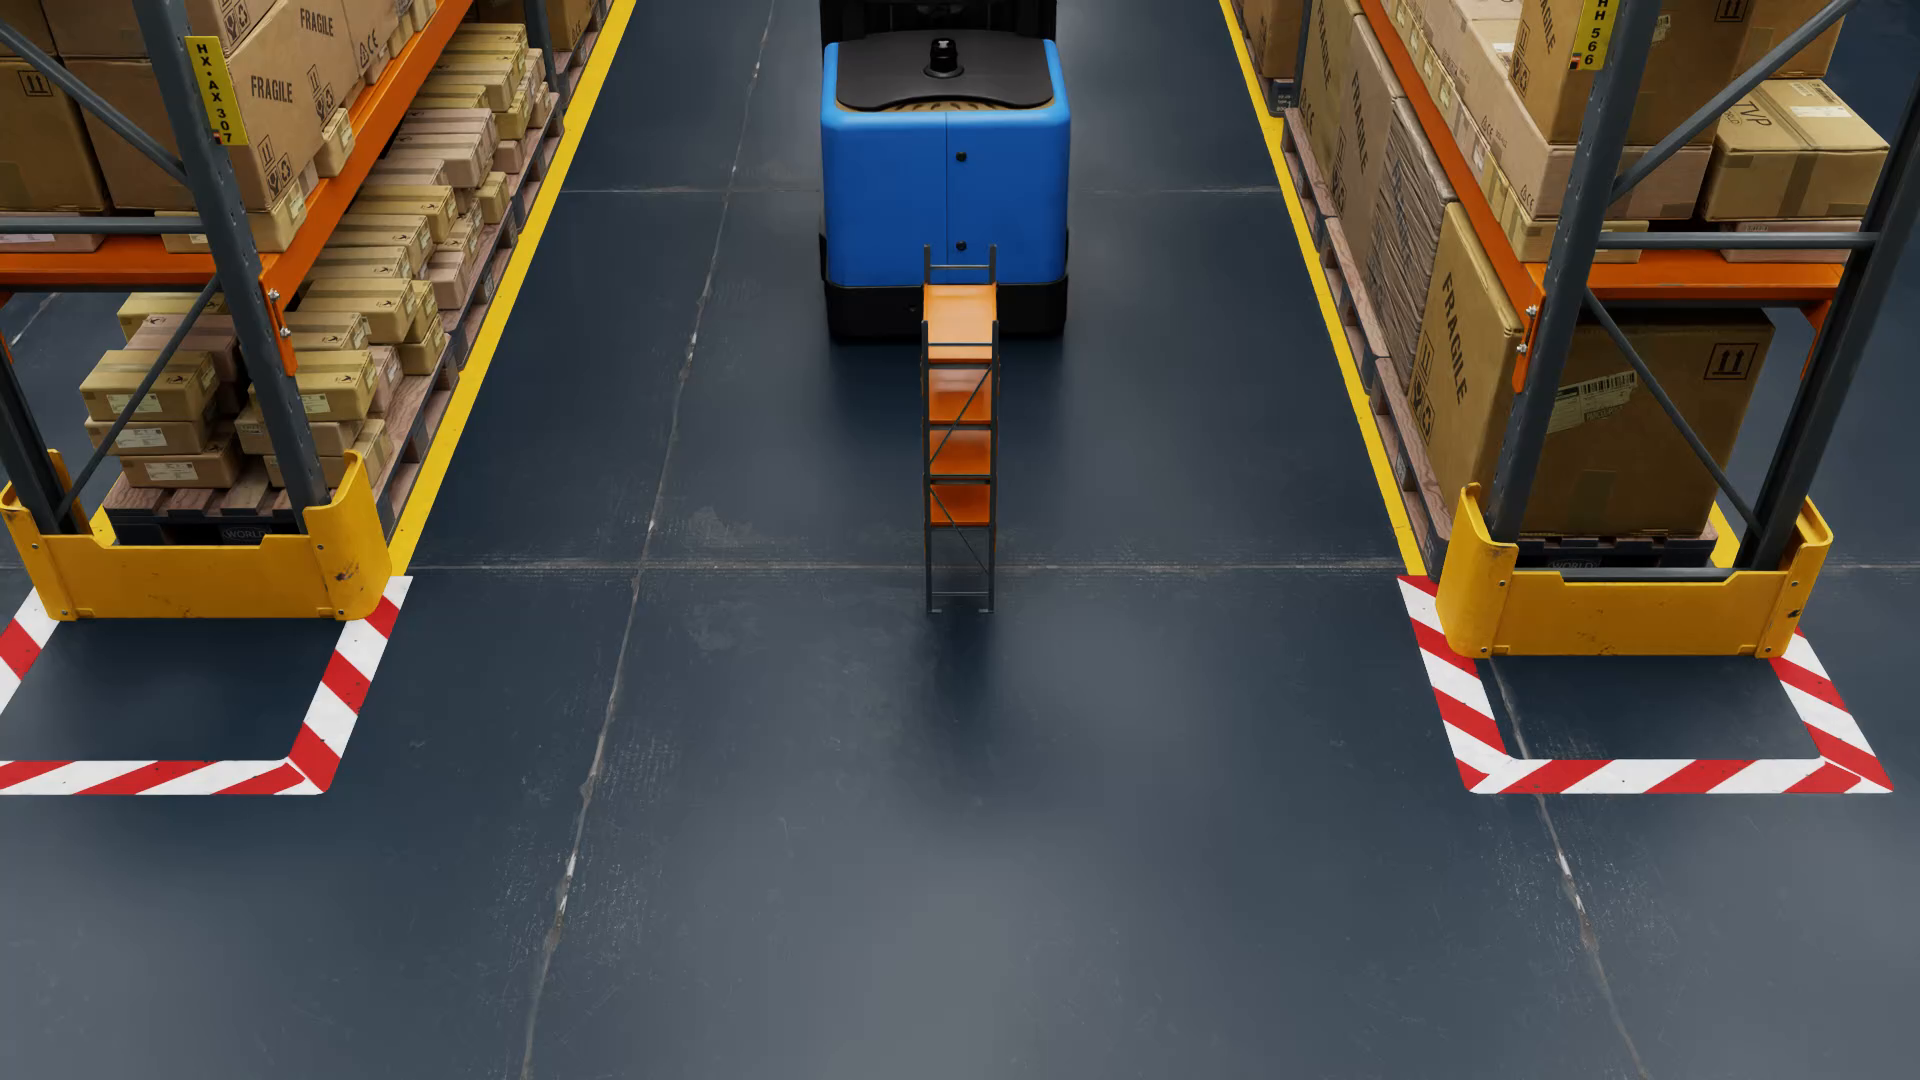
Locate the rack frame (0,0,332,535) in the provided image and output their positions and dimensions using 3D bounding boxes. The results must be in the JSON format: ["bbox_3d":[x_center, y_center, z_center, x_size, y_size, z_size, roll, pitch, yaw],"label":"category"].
[{"bbox_3d":[-2.672,-0.944,5.030,1.000,3.000,0.127,0,39,0],"label":"rack frame"}]

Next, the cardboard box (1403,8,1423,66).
[{"bbox_3d":[1.957,-1.965,6.504,0.380,0.149,0.250,1,39,1],"label":"cardboard box"}]

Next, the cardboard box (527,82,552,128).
[{"bbox_3d":[-2.336,-2.252,8.606,0.380,0.149,0.250,0,39,1],"label":"cardboard box"}]

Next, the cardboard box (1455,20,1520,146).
[{"bbox_3d":[2.022,-1.562,5.683,0.500,0.250,0.500,-1,39,-1],"label":"cardboard box"}]

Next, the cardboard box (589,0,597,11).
[{"bbox_3d":[-2.415,-3.427,9.791,0.500,0.500,0.500,2,39,2],"label":"cardboard box"}]

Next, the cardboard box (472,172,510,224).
[{"bbox_3d":[-2.334,-1.605,7.798,0.380,0.149,0.250,0,39,0],"label":"cardboard box"}]

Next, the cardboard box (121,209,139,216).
[{"bbox_3d":[-2.918,-1.206,5.557,0.380,0.149,0.250,0,39,0],"label":"cardboard box"}]

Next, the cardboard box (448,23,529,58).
[{"bbox_3d":[-2.416,-2.507,8.448,0.380,0.149,0.250,1,39,1],"label":"cardboard box"}]

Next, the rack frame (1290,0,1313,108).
[{"bbox_3d":[2.283,-3.386,8.077,1.000,3.000,0.127,0,39,0],"label":"rack frame"}]

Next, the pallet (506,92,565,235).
[{"bbox_3d":[-2.641,-1.938,8.499,1.003,0.211,1.213,0,39,0],"label":"pallet"}]

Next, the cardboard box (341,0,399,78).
[{"bbox_3d":[-2.411,-2.022,6.056,0.500,0.500,0.500,0,39,1],"label":"cardboard box"}]

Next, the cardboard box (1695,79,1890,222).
[{"bbox_3d":[2.557,-1.243,5.284,0.500,0.250,0.500,-1,39,-1],"label":"cardboard box"}]

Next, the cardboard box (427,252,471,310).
[{"bbox_3d":[-2.342,-1.118,7.190,0.380,0.149,0.250,-2,39,-2],"label":"cardboard box"}]

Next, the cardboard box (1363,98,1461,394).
[{"bbox_3d":[2.206,-1.189,6.698,0.875,0.875,0.875,0,39,0],"label":"cardboard box"}]

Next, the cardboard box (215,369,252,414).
[{"bbox_3d":[-2.905,-0.605,6.313,0.380,0.149,0.250,-1,39,-1],"label":"cardboard box"}]

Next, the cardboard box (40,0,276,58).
[{"bbox_3d":[-2.407,-1.771,4.943,0.500,0.500,0.500,0,39,0],"label":"cardboard box"}]

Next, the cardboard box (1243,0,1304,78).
[{"bbox_3d":[2.263,-3.121,9.109,1.225,0.875,0.875,0,39,0],"label":"cardboard box"}]

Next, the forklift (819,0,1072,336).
[{"bbox_3d":[-0.111,-2.933,7.566,1.130,2.935,3.031,-1,39,-2],"label":"forklift"}]

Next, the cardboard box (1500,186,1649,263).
[{"bbox_3d":[1.958,-1.009,5.312,0.380,0.149,0.250,1,39,1],"label":"cardboard box"}]

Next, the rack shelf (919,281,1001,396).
[{"bbox_3d":[0.000,-0.671,5.500,0.258,0.148,0.480,0,39,0],"label":"rack shelf"}]

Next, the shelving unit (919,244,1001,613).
[{"bbox_3d":[0.000,-0.365,5.746,0.258,1.200,0.503,0,39,0],"label":"shelving unit"}]

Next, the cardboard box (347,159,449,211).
[{"bbox_3d":[-2.450,-1.536,7.236,0.380,0.149,0.250,0,39,0],"label":"cardboard box"}]

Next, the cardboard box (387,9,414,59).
[{"bbox_3d":[-2.398,-2.025,6.579,0.380,0.149,0.250,1,39,2],"label":"cardboard box"}]

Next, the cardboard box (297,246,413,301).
[{"bbox_3d":[-2.409,-1.041,6.618,0.380,0.149,0.250,-2,39,-2],"label":"cardboard box"}]

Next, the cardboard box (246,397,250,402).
[{"bbox_3d":[-2.897,-0.651,6.607,0.380,0.149,0.250,0,39,0],"label":"cardboard box"}]

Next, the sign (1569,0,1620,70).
[{"bbox_3d":[1.745,-1.437,4.530,0.100,0.325,0.005,0,39,0],"label":"sign"}]

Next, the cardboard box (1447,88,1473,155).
[{"bbox_3d":[1.958,-1.486,5.906,0.380,0.149,0.250,1,39,1],"label":"cardboard box"}]

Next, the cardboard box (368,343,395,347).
[{"bbox_3d":[-2.449,-0.764,6.511,0.380,0.149,0.250,0,39,1],"label":"cardboard box"}]

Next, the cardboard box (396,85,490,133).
[{"bbox_3d":[-2.446,-2.029,7.852,0.380,0.149,0.250,1,39,1],"label":"cardboard box"}]

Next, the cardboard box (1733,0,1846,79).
[{"bbox_3d":[2.557,-1.848,5.440,0.500,0.500,0.500,-1,39,-1],"label":"cardboard box"}]

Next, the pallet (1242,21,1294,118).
[{"bbox_3d":[2.207,-2.781,9.551,1.003,0.211,1.213,0,39,0],"label":"pallet"}]

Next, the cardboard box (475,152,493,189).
[{"bbox_3d":[-2.406,-1.764,7.758,0.380,0.149,0.250,1,39,1],"label":"cardboard box"}]

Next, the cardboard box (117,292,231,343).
[{"bbox_3d":[-2.996,-0.878,6.415,0.380,0.149,0.250,-1,39,-1],"label":"cardboard box"}]

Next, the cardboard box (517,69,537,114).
[{"bbox_3d":[-2.346,-2.247,8.362,0.380,0.149,0.250,-2,39,-2],"label":"cardboard box"}]

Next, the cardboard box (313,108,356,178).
[{"bbox_3d":[-2.333,-1.377,5.770,0.380,0.149,0.250,-1,39,-1],"label":"cardboard box"}]

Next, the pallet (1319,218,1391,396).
[{"bbox_3d":[2.210,-1.058,7.401,1.003,0.211,1.213,0,39,0],"label":"pallet"}]

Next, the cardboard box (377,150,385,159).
[{"bbox_3d":[-2.896,-1.735,7.723,0.380,0.149,0.250,2,39,2],"label":"cardboard box"}]

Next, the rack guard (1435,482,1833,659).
[{"bbox_3d":[2.288,0.106,5.718,1.175,0.500,0.348,0,39,0],"label":"rack guard"}]

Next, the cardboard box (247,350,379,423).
[{"bbox_3d":[-2.333,-0.556,6.013,0.380,0.149,0.250,-2,39,-2],"label":"cardboard box"}]

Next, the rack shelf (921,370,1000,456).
[{"bbox_3d":[0.000,-0.487,5.648,0.258,0.148,0.480,0,39,0],"label":"rack shelf"}]

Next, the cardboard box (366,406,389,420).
[{"bbox_3d":[-2.435,-0.487,6.403,0.380,0.149,0.250,0,39,0],"label":"cardboard box"}]

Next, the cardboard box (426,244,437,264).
[{"bbox_3d":[-2.478,-1.260,7.130,0.380,0.149,0.250,2,39,2],"label":"cardboard box"}]
